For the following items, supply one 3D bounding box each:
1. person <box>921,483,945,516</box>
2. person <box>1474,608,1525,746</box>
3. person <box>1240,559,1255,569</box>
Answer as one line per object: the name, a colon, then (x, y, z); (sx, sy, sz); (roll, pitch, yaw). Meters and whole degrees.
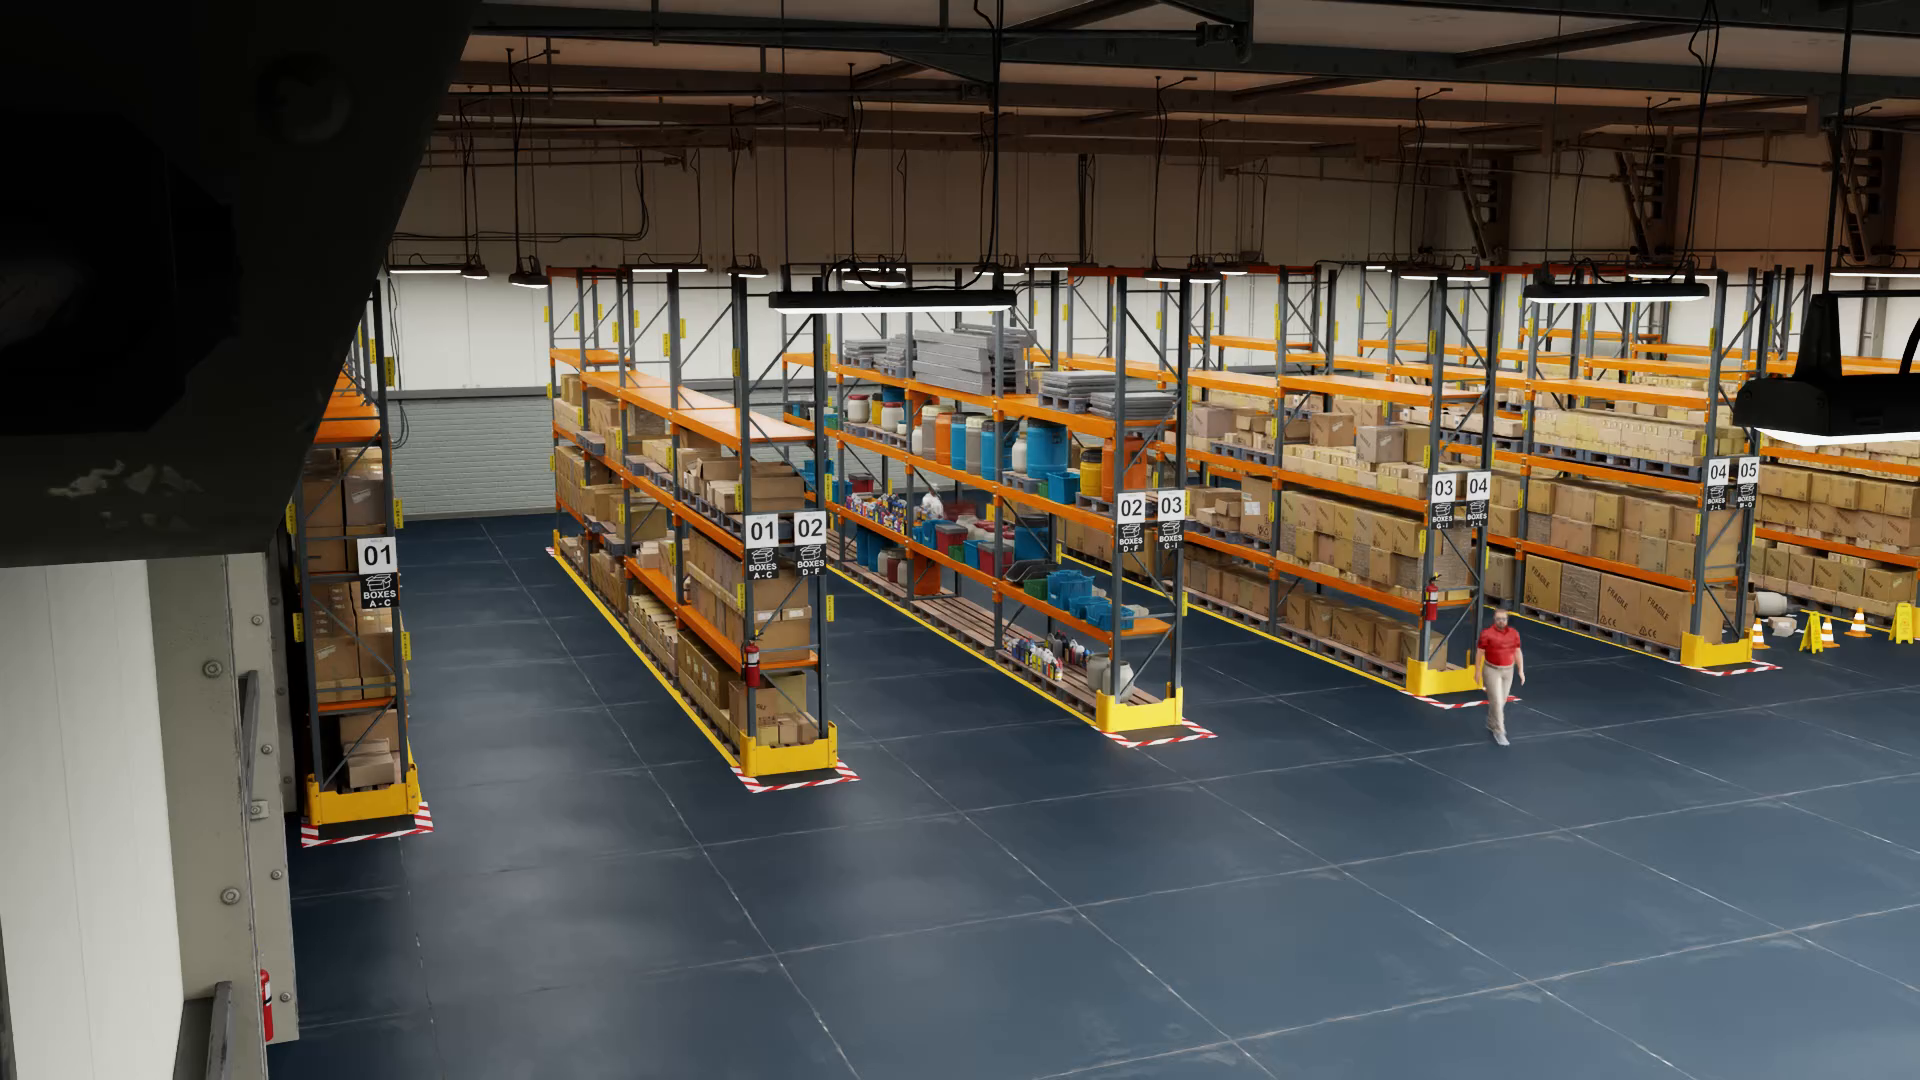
person: (-0.481, -0.361, 33.967); (0.931, 1.624, 0.516); (8, 13, 39)
person: (7.049, 1.778, 21.668); (0.557, 1.783, 0.717); (-3, 10, -15)
person: (5.649, -0.064, 32.477); (0.458, 1.545, 0.977); (-3, 10, -15)
